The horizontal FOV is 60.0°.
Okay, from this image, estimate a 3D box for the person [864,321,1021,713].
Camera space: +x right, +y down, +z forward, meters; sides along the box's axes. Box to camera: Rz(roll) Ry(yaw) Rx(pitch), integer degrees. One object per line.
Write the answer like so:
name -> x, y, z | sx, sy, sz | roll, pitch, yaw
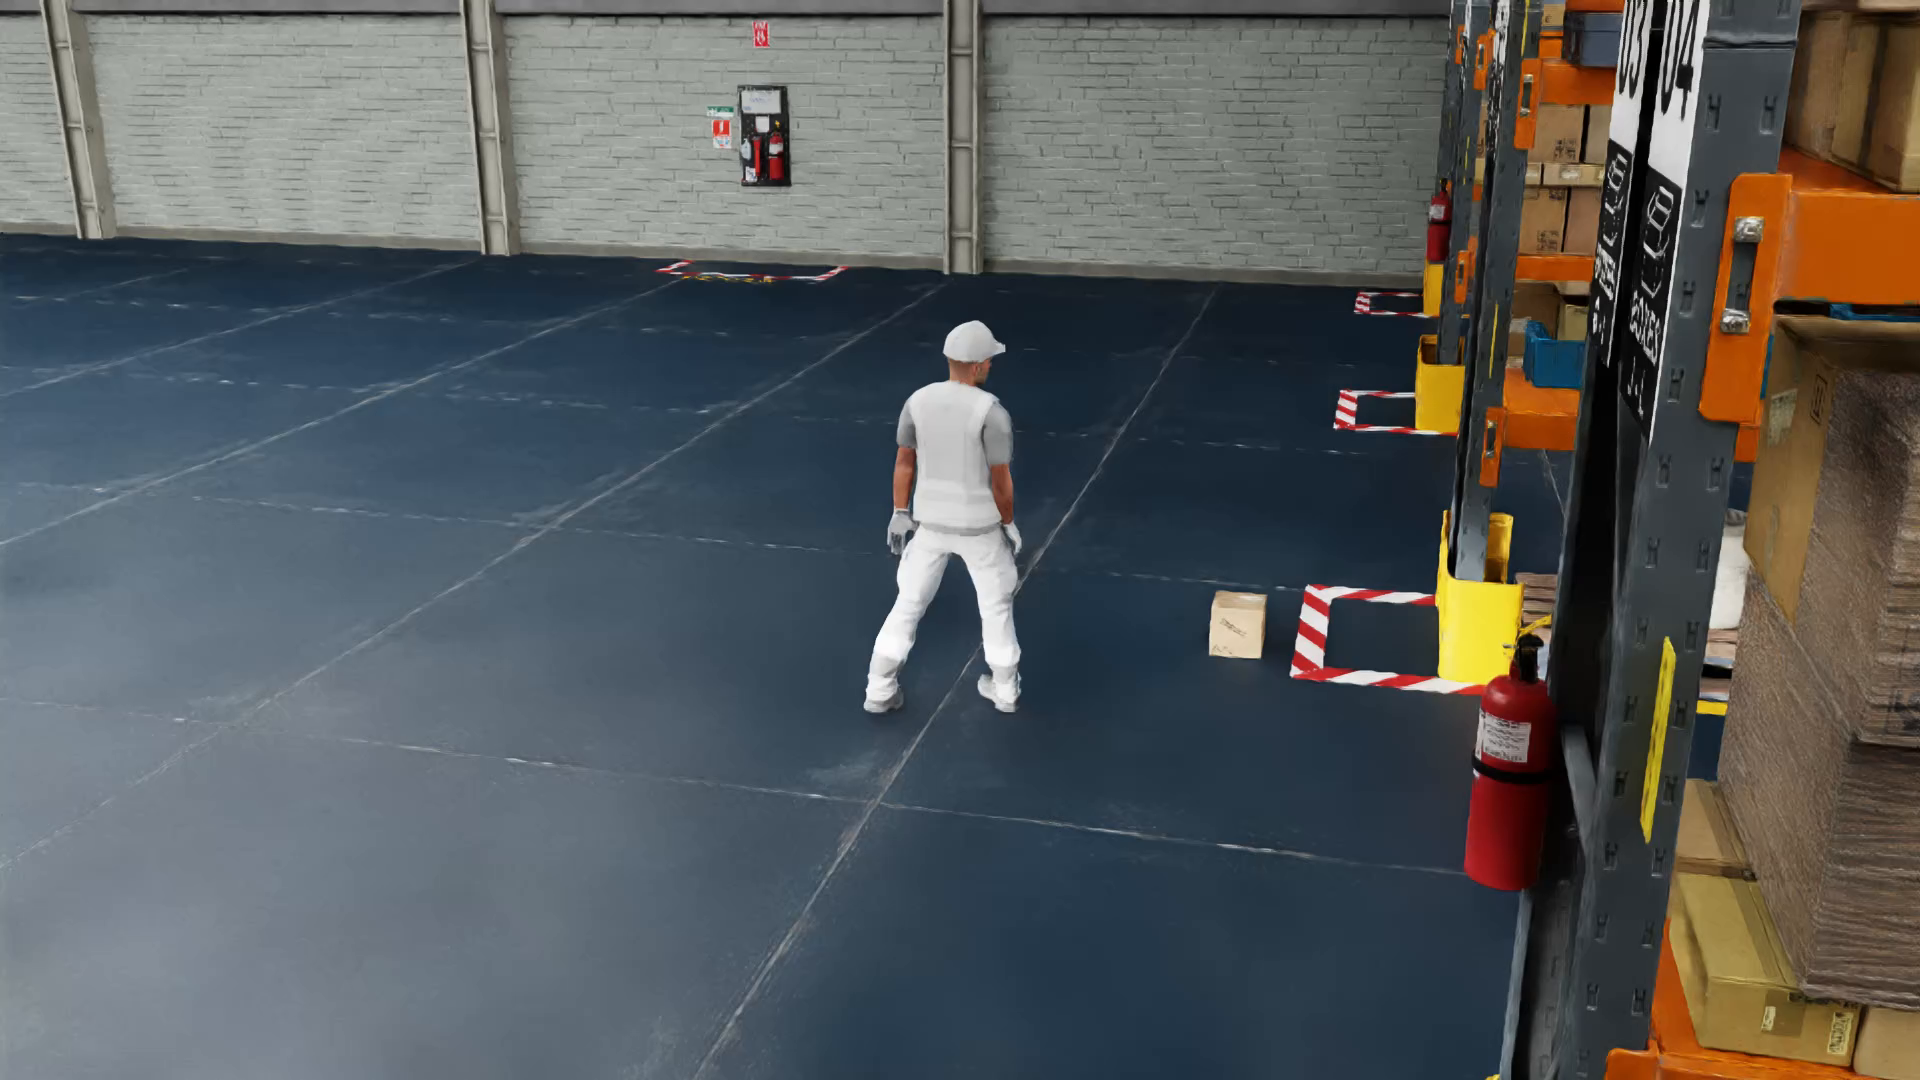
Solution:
person -> -0.053, -0.078, 7.260 | 0.649, 1.780, 0.570 | 9, 20, 25
